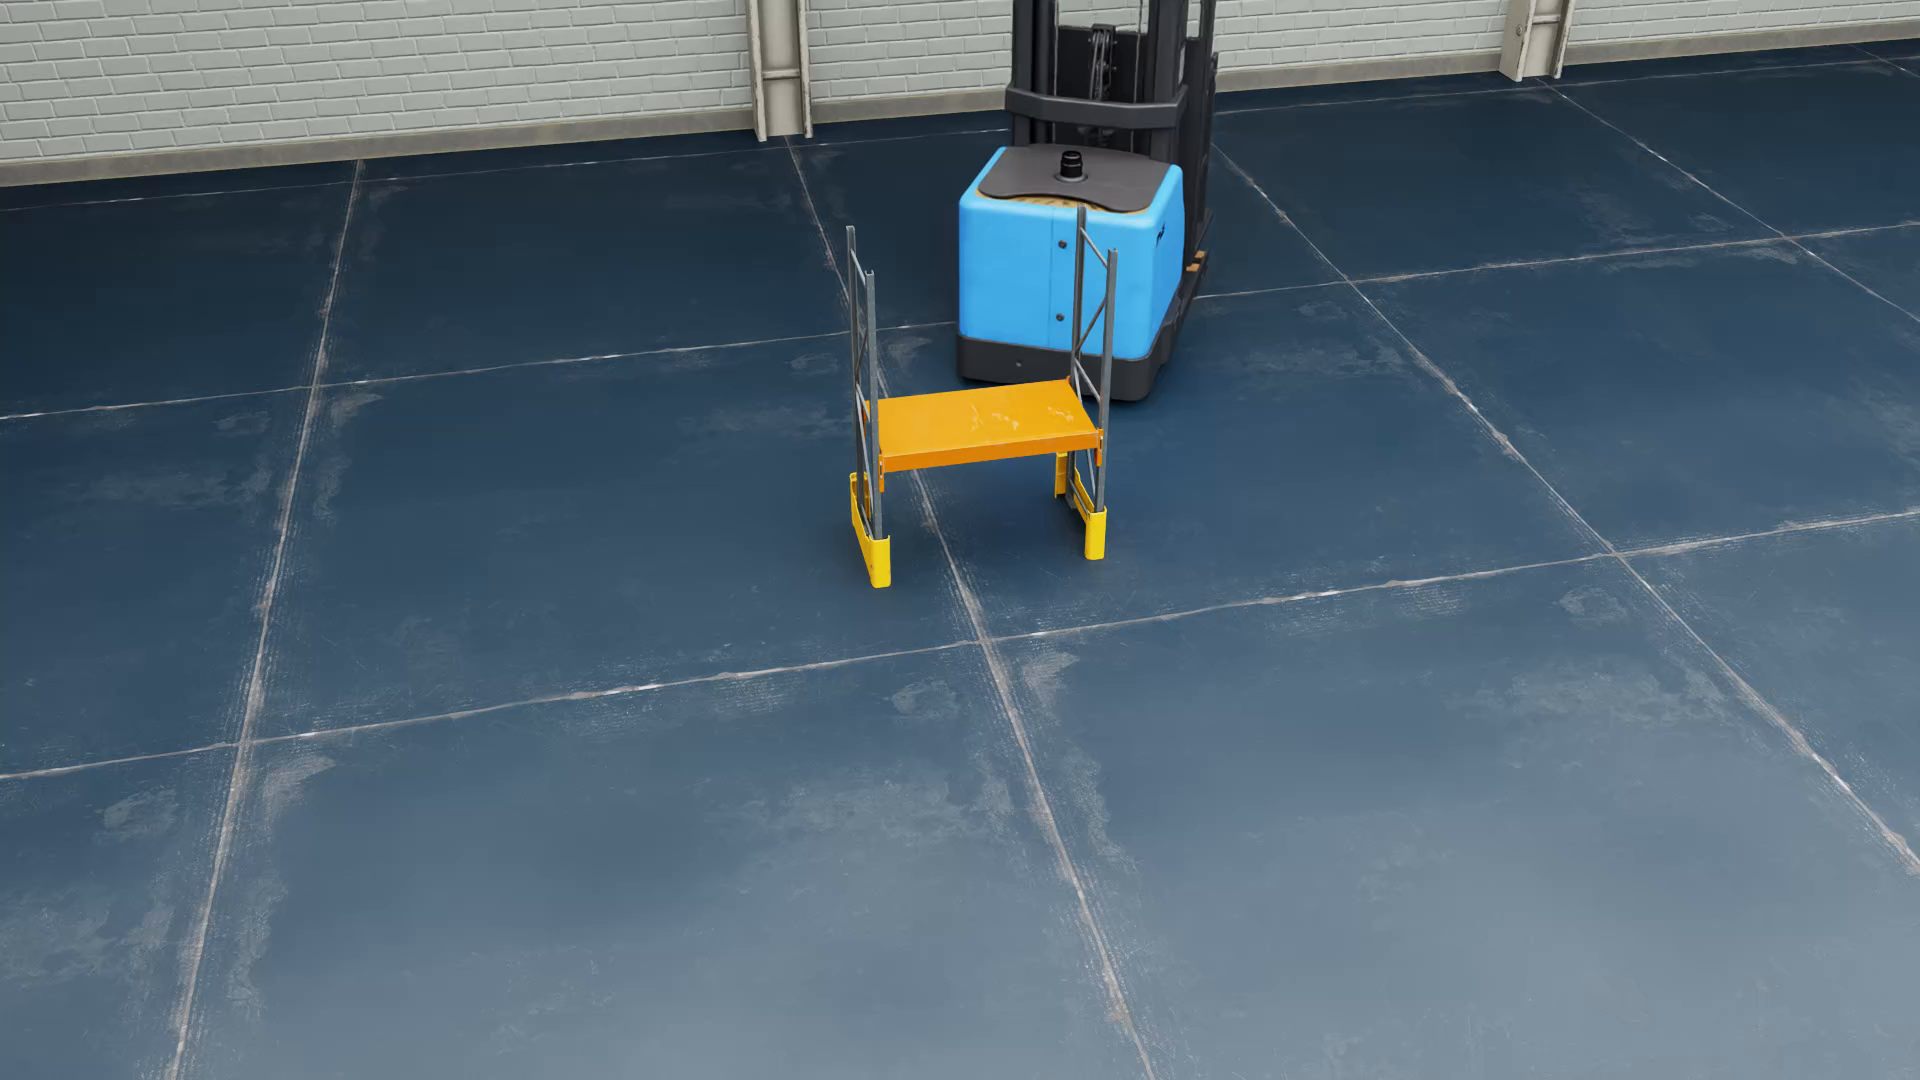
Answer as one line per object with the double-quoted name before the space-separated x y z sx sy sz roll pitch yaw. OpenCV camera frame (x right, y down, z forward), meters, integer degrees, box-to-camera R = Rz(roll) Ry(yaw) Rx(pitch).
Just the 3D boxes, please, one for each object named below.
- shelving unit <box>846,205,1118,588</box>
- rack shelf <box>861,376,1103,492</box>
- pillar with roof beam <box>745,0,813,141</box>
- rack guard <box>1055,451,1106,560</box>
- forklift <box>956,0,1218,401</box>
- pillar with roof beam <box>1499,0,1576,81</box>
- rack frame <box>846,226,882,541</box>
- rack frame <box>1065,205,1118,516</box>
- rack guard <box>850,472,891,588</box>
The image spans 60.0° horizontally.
"shelving unit" 0.074 -0.632 7.346 1.083 1.500 0.587 -7 35 -11
"rack shelf" 0.083 -0.484 7.448 1.000 0.185 0.538 -7 35 -11
"pillar with roof beam" -0.350 -4.395 6.224 0.400 9.000 9.100 -7 35 -11
"rack guard" 0.560 -0.174 7.786 0.087 0.250 0.587 -7 35 -11
"forklift" 0.889 -2.763 9.238 1.130 2.935 3.031 9 35 14
"pillar with roof beam" 5.503 -5.133 7.323 0.400 9.000 9.100 -7 35 -11
"rack frame" -0.413 -0.571 7.255 0.032 1.500 0.500 -7 35 -11
"rack frame" 0.579 -0.696 7.441 0.032 1.500 0.500 -7 35 -11
"rack guard" -0.411 -0.052 7.603 0.087 0.250 0.587 -7 35 -11
